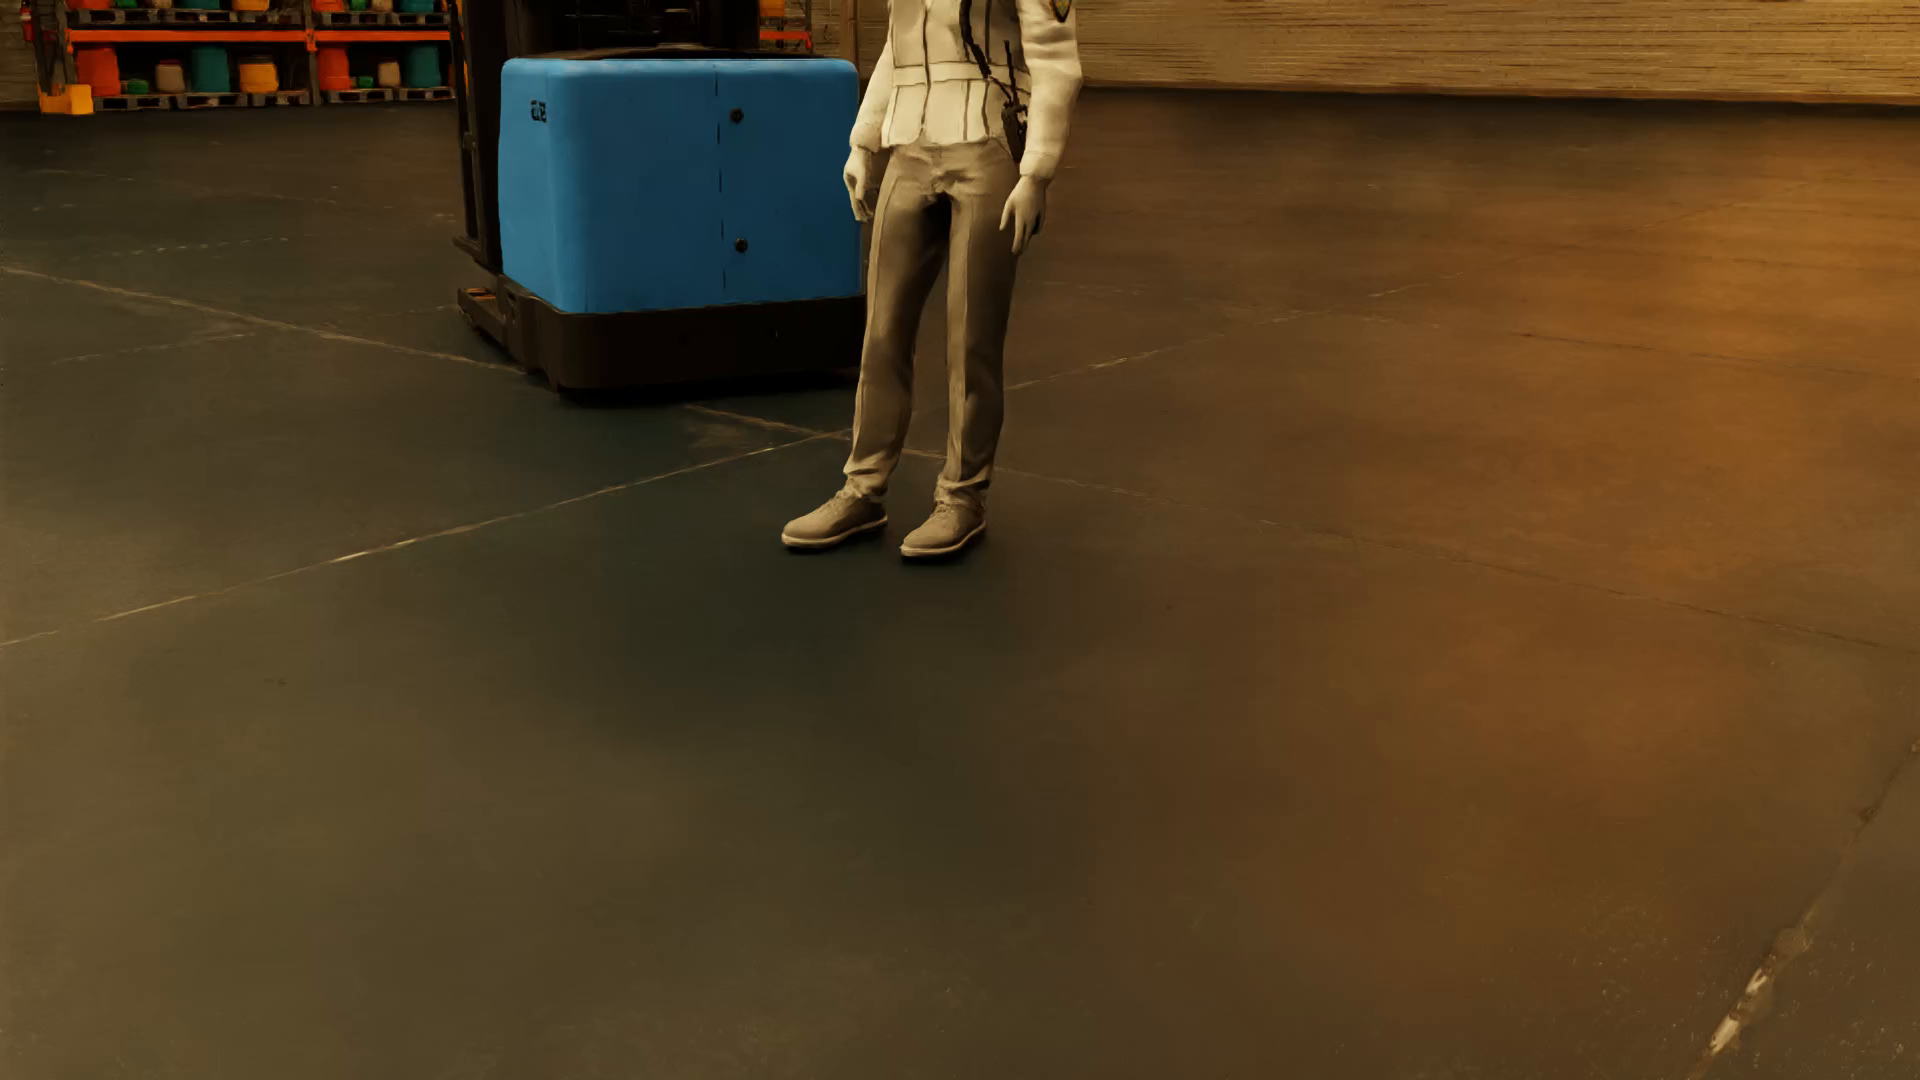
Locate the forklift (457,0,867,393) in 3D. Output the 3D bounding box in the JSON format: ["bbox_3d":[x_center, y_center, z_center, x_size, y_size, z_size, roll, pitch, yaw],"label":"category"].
[{"bbox_3d":[-1.168,-2.088,5.885,1.129,2.867,1.939,-8,19,-24],"label":"forklift"}]

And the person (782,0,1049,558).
[{"bbox_3d":[-0.066,-0.776,3.650,0.568,1.640,0.500,13,21,37],"label":"person"}]
